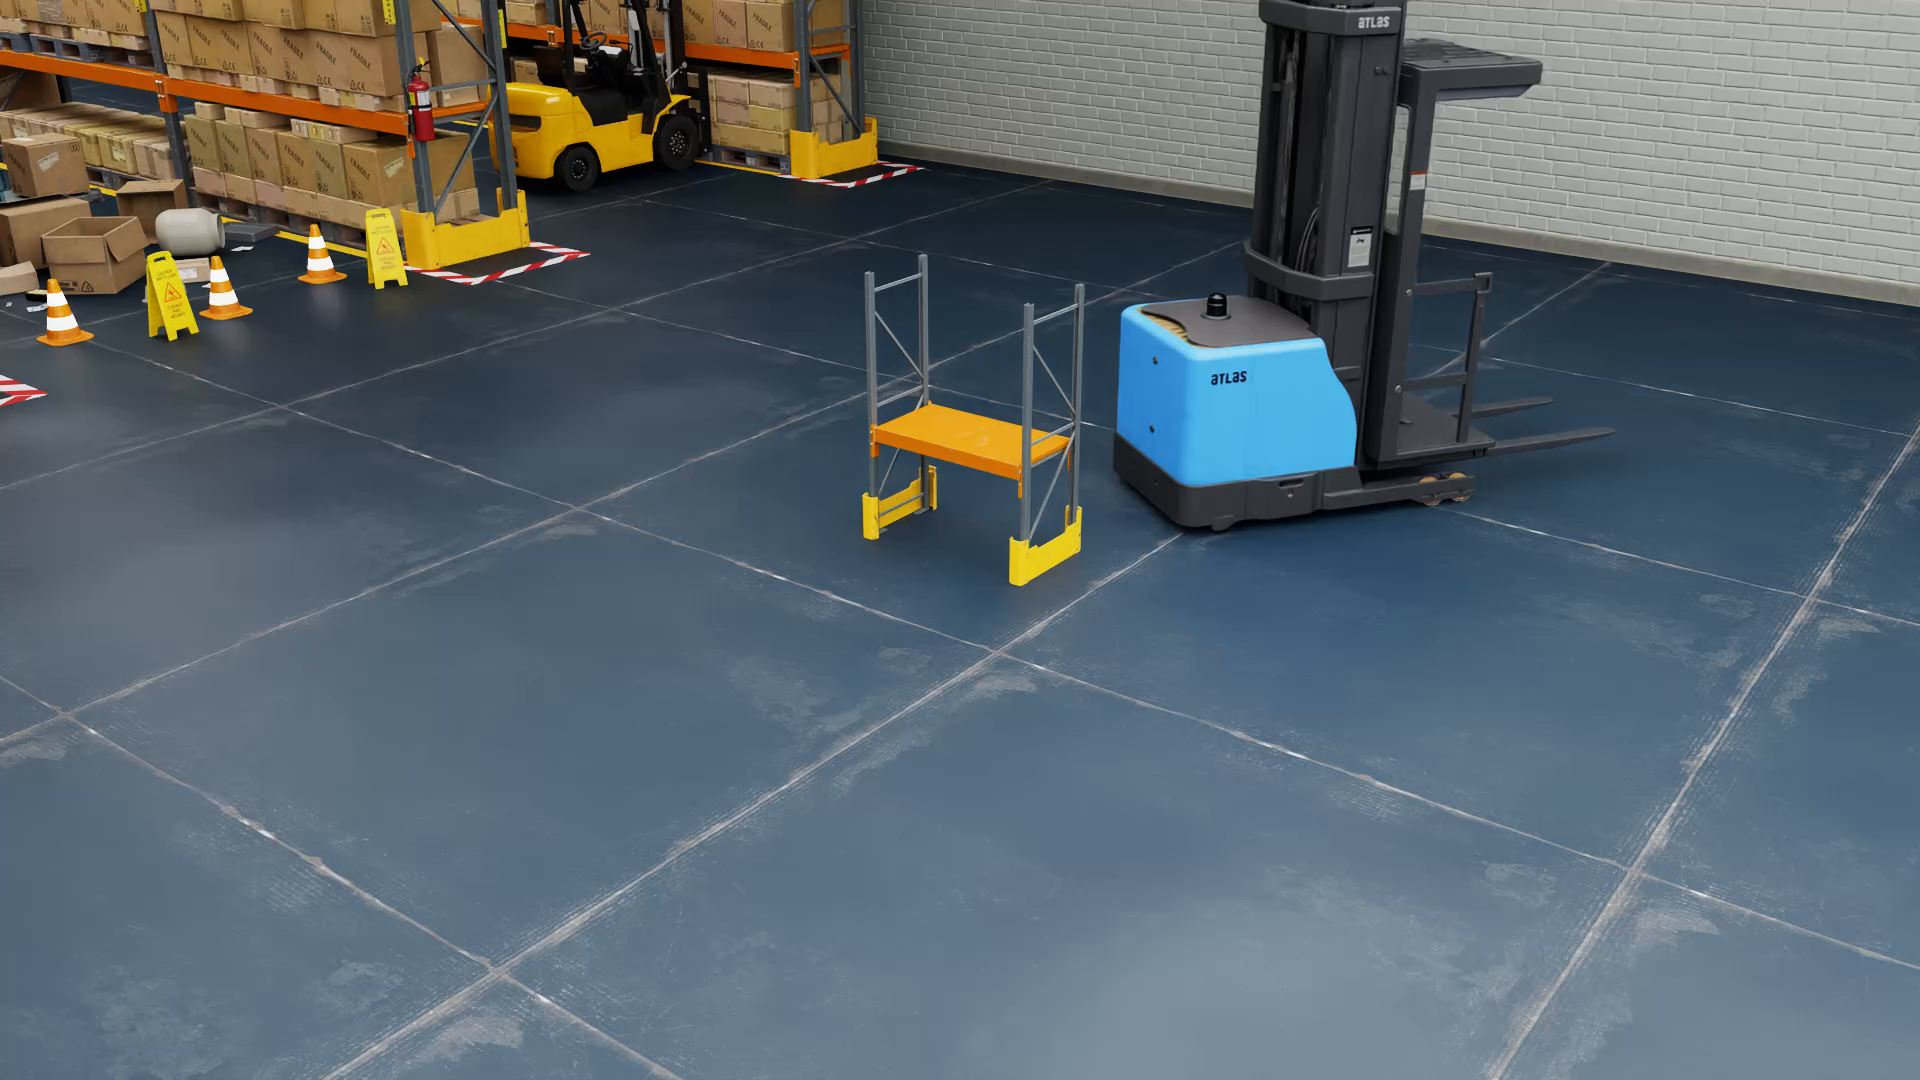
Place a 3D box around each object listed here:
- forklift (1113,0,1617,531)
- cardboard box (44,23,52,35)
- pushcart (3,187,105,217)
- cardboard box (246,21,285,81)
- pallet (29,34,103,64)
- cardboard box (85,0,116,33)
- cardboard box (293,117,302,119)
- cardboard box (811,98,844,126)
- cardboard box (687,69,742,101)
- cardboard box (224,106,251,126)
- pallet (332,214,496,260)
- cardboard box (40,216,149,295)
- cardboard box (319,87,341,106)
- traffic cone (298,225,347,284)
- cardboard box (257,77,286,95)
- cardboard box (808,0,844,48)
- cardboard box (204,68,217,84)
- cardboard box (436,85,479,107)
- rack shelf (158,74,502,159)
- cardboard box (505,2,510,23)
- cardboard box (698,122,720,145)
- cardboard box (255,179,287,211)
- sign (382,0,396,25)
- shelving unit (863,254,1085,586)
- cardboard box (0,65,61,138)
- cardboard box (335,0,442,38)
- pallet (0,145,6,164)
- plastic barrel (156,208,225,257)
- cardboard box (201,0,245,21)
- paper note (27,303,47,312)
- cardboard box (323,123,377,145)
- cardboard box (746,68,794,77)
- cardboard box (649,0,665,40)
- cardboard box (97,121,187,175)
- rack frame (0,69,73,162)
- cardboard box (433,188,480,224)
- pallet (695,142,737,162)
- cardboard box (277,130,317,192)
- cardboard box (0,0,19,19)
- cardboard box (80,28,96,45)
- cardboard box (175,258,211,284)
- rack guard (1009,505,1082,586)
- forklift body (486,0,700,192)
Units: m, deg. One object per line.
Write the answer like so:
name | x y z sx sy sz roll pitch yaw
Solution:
forklift | 2.498 -1.734 9.549 3.031 2.935 1.130 -8 25 -17
cardboard box | -9.557 -5.503 17.809 0.250 0.149 0.380 18 30 35
pushcart | -8.927 -2.971 15.525 0.936 0.377 1.648 7 25 15
cardboard box | -6.189 -4.549 15.362 0.500 0.500 0.500 17 29 34
pallet | -9.192 -5.333 17.871 1.213 0.211 1.003 17 29 33
cardboard box | -8.504 -5.450 16.886 0.500 0.500 0.500 17 29 34
cardboard box | -6.148 -3.894 16.327 0.500 0.500 0.500 19 30 36
cardboard box | -1.676 -4.897 18.914 0.500 0.250 0.500 17 29 34
cardboard box | -2.802 -5.197 18.973 0.500 0.250 0.500 17 29 34
cardboard box | -6.813 -4.090 15.967 0.250 0.149 0.380 18 30 35
pallet | -5.088 -2.902 15.574 1.213 0.211 1.003 17 29 33
cardboard box | -7.323 -2.417 14.112 0.637 0.503 0.797 -1 24 -3
cardboard box | -5.512 -4.005 14.931 0.250 0.149 0.380 17 29 34
traffic cone | -5.516 -2.478 14.301 0.334 0.463 0.336 17 29 33
cardboard box | -6.303 -4.260 15.510 0.250 0.149 0.380 17 29 33
cardboard box | -1.654 -5.809 18.590 0.500 0.500 0.500 18 29 35
cardboard box | -7.076 -4.525 16.112 0.250 0.149 0.380 17 29 33
cardboard box | -4.546 -3.986 14.887 0.250 0.149 0.380 17 29 33
rack shelf | -5.999 -4.106 15.741 4.000 0.370 1.077 17 29 33
cardboard box | -5.591 -6.610 20.718 0.500 0.250 0.500 17 29 33
cardboard box | -2.777 -4.747 19.192 0.500 0.250 0.500 17 29 34
cardboard box | -6.429 -3.370 16.068 0.500 0.250 0.500 16 29 33
sign | -4.748 -4.452 13.806 0.005 0.325 0.100 17 29 33
shelving unit | 0.061 -0.668 8.906 1.083 1.500 0.587 17 29 33
cardboard box | -11.303 -5.300 19.673 0.875 0.875 0.875 17 29 33
cardboard box | -4.938 -4.644 14.337 0.500 0.500 0.700 16 28 32
pallet | -10.176 -4.421 19.021 1.213 0.211 1.003 17 29 33
plastic barrel | -6.959 -2.784 15.043 0.512 0.421 0.421 -5 24 -12
cardboard box | -6.596 -5.121 15.420 0.500 0.500 0.700 16 28 32
paper note | -7.490 -1.888 13.498 0.144 0.017 0.142 -15 28 -30
cardboard box | -5.530 -3.702 15.087 0.250 0.149 0.380 18 29 35
cardboard box | -2.098 -5.242 19.077 0.500 0.250 0.500 17 29 33
cardboard box | -3.205 -6.004 19.033 0.500 0.500 0.500 17 29 34
cardboard box | -8.598 -4.207 17.817 0.625 0.372 0.950 19 30 36
rack frame | -10.800 -5.886 18.889 0.127 3.000 1.000 17 29 33
cardboard box | -4.878 -3.170 15.613 0.500 0.250 0.500 17 29 33
pallet | -3.034 -4.745 19.756 1.213 0.211 1.003 17 29 33
cardboard box | -6.015 -3.588 15.632 0.500 0.500 0.500 16 28 32
cardboard box | -10.158 -5.953 18.027 0.500 0.500 0.500 19 30 36
cardboard box | -8.811 -5.212 17.150 0.250 0.149 0.380 17 29 34
cardboard box | -6.658 -2.312 14.313 0.380 0.149 0.250 -10 26 -21
rack guard | 0.459 0.024 8.884 0.087 0.250 0.587 17 29 33
forklift body | -4.036 -5.036 18.011 1.214 2.155 2.313 17 29 33
